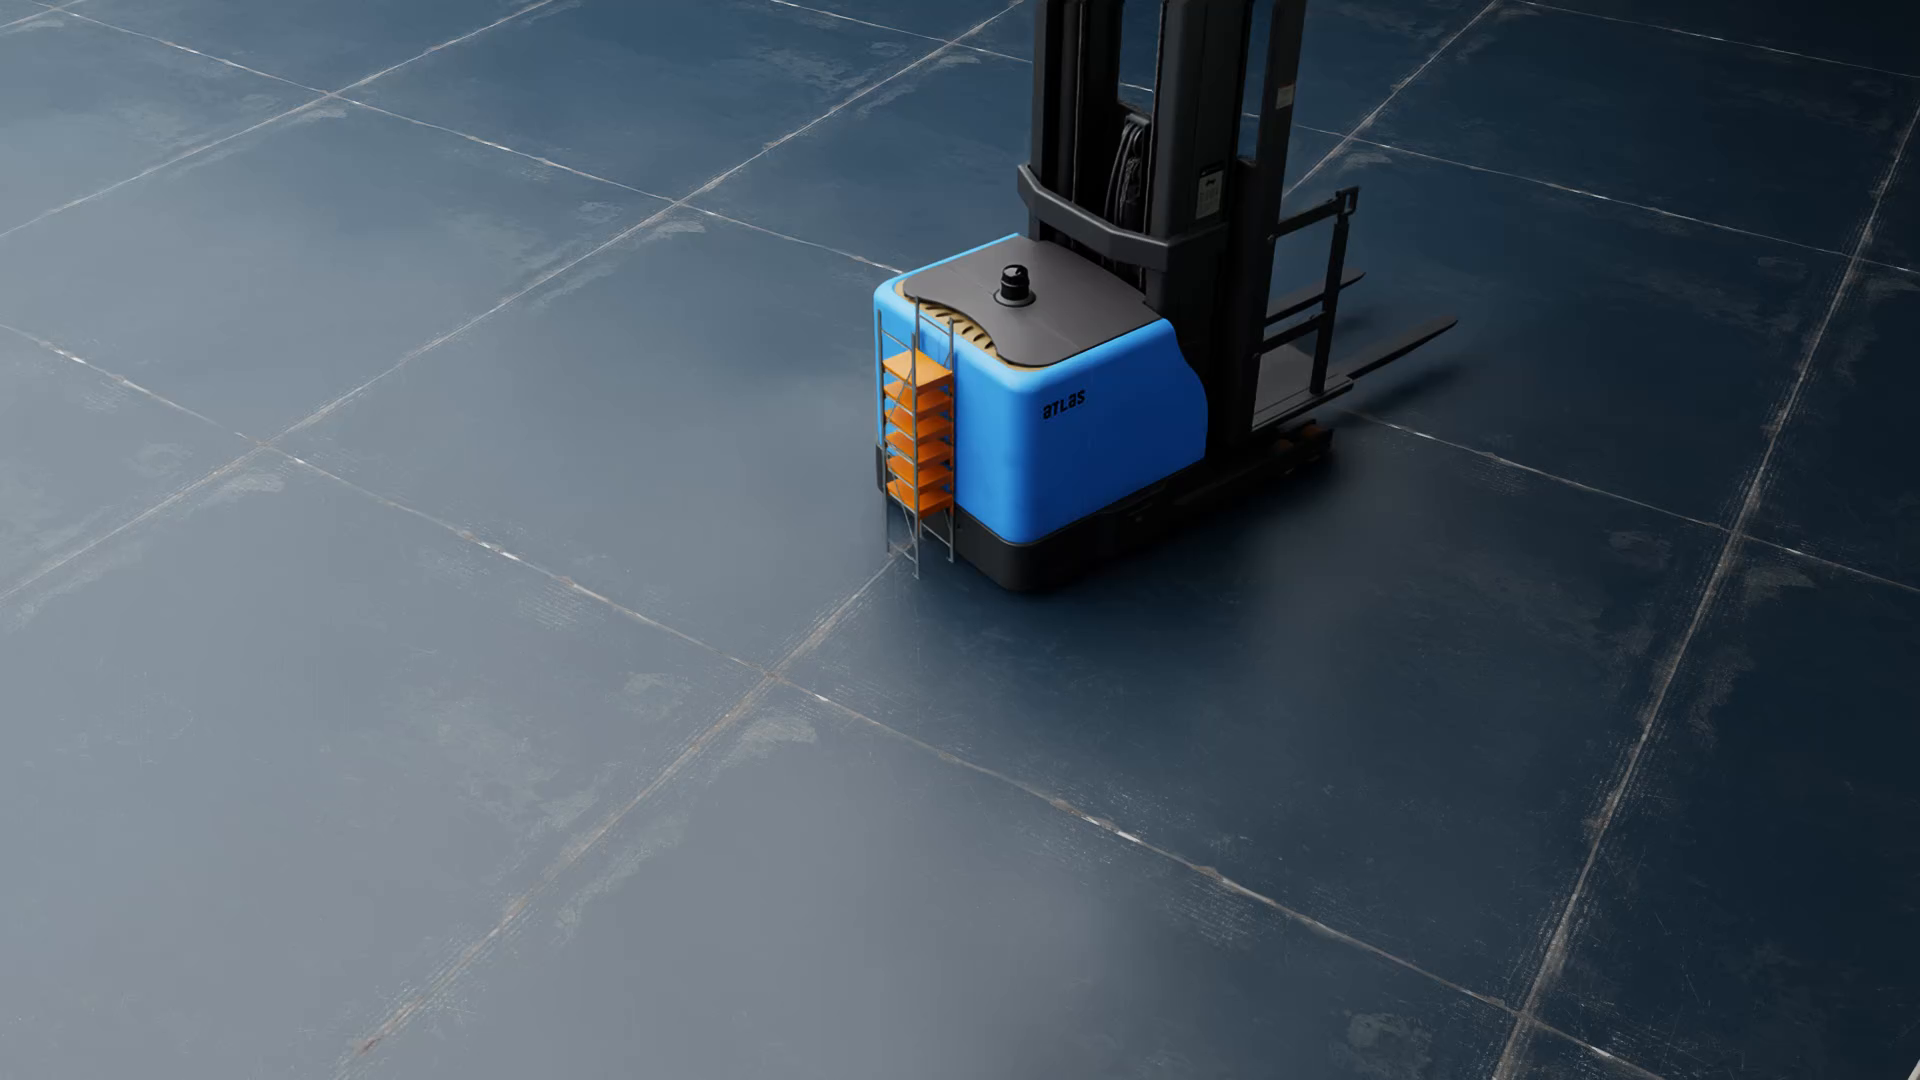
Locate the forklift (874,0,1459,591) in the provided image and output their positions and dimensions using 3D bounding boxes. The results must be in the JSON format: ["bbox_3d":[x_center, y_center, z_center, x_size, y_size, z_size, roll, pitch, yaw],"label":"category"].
[{"bbox_3d":[1.101,-1.686,7.036,3.031,2.935,1.130,-25,44,-29],"label":"forklift"}]

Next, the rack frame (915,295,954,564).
[{"bbox_3d":[-0.101,-0.432,6.827,0.006,1.200,0.240,-25,44,-29],"label":"rack frame"}]

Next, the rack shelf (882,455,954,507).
[{"bbox_3d":[-0.173,-0.267,6.883,0.180,0.103,0.258,-25,44,-29],"label":"rack shelf"}]

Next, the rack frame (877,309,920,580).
[{"bbox_3d":[-0.245,-0.363,6.738,0.006,1.200,0.240,-25,44,-29],"label":"rack frame"}]

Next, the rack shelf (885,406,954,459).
[{"bbox_3d":[-0.173,-0.457,6.736,0.180,0.103,0.258,-25,44,-29],"label":"rack shelf"}]

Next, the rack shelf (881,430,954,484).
[{"bbox_3d":[-0.173,-0.362,6.810,0.180,0.103,0.258,-25,44,-29],"label":"rack shelf"}]

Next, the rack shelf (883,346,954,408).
[{"bbox_3d":[-0.173,-0.647,6.590,0.180,0.103,0.258,-25,44,-29],"label":"rack shelf"}]

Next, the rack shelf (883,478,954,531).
[{"bbox_3d":[-0.173,-0.172,6.956,0.180,0.103,0.258,-25,44,-29],"label":"rack shelf"}]

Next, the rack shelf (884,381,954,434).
[{"bbox_3d":[-0.173,-0.552,6.663,0.180,0.103,0.258,-25,44,-29],"label":"rack shelf"}]

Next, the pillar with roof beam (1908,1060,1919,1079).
[{"bbox_3d":[-0.849,-3.071,3.864,9.100,9.000,0.400,21,42,25],"label":"pillar with roof beam"}]

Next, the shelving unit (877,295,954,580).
[{"bbox_3d":[-0.173,-0.397,6.782,0.189,1.200,0.258,-25,44,-29],"label":"shelving unit"}]
